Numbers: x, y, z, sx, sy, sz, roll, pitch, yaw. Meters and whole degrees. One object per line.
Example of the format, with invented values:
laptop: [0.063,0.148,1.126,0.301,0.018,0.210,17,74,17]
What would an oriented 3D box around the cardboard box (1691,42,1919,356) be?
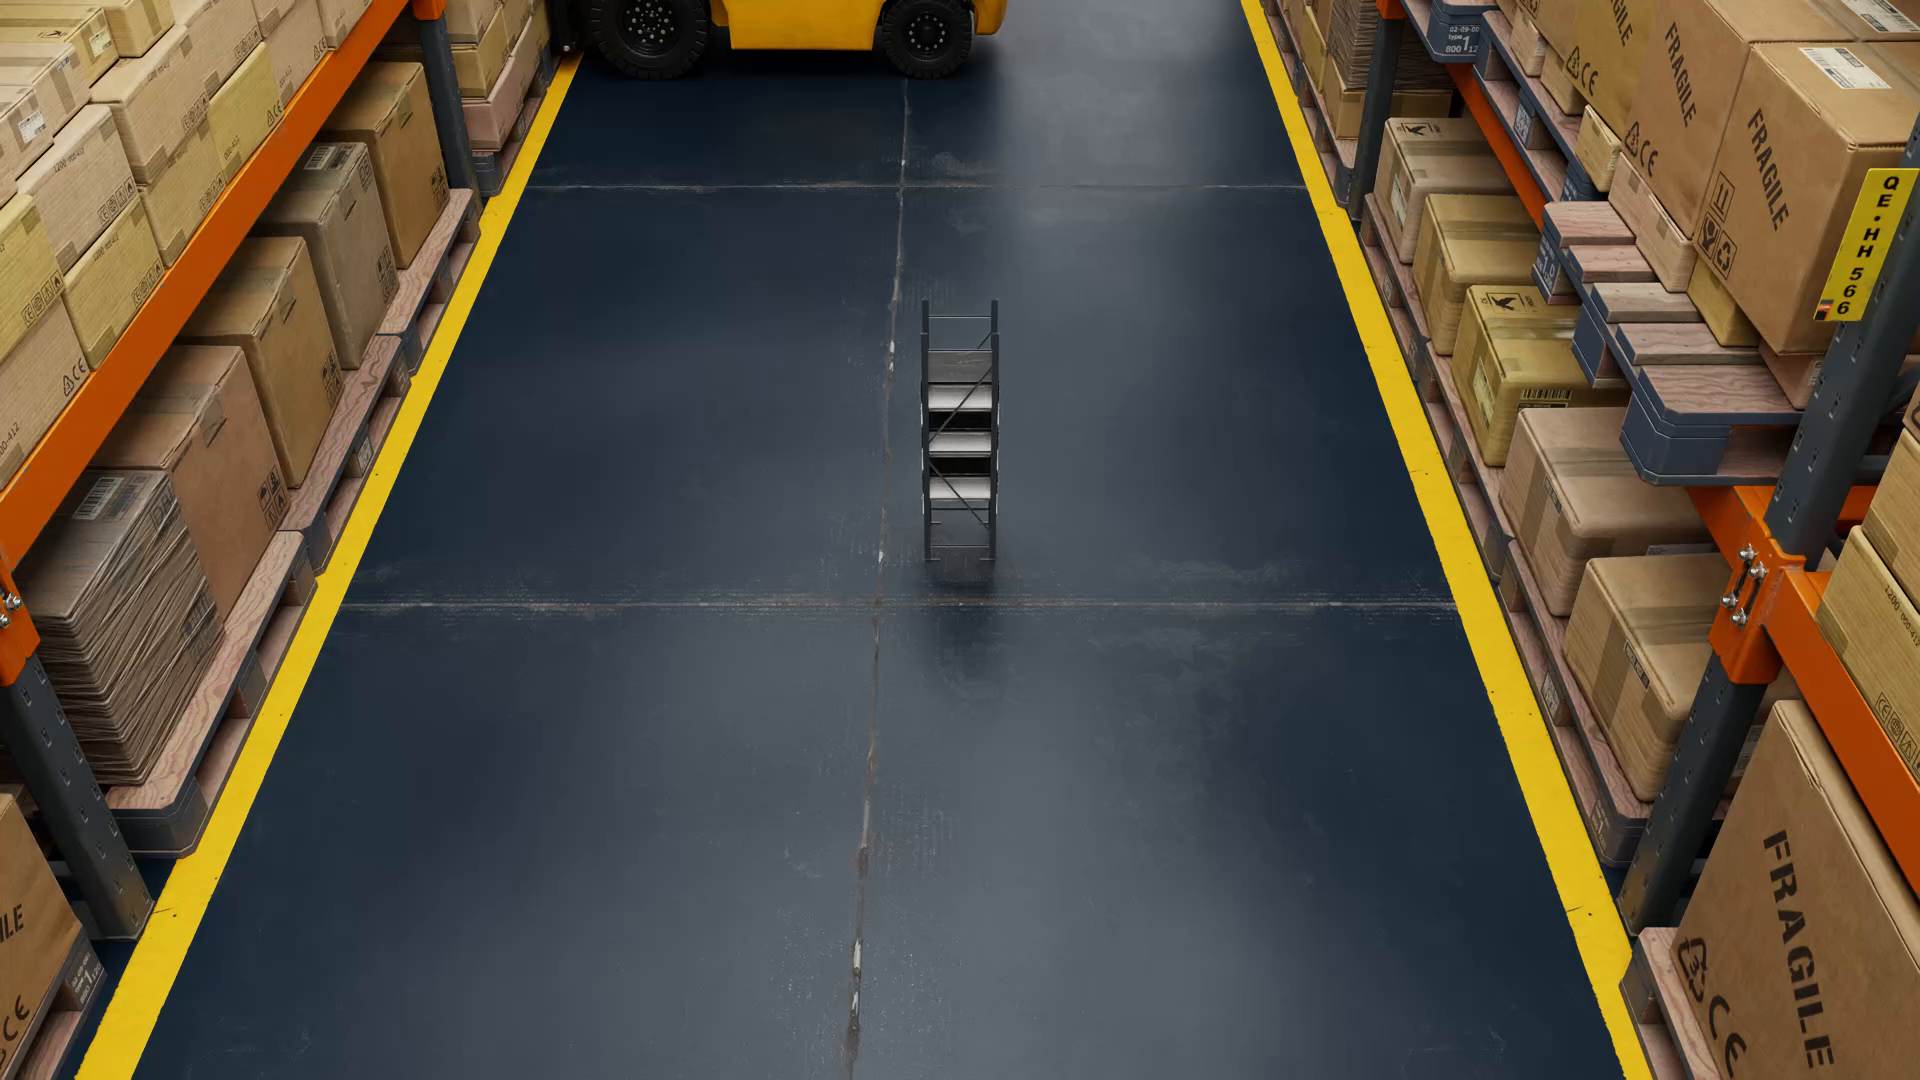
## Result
cardboard box: [2.003,-0.750,3.634,0.500,0.500,0.500,-1,39,-1]

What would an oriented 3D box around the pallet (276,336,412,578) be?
pallet: [-2.643,-0.329,5.992,1.003,0.211,1.213,0,39,0]

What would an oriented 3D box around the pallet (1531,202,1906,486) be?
pallet: [2.174,-0.518,4.151,1.213,0.211,1.003,0,39,0]

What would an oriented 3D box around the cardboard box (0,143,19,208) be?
cardboard box: [-2.390,-0.800,3.751,0.380,0.149,0.250,1,39,1]

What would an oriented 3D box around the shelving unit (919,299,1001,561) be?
shelving unit: [0.000,-0.346,5.462,0.258,0.900,0.210,0,39,0]

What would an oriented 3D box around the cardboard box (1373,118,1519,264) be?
cardboard box: [2.280,-1.459,6.937,0.950,0.372,0.625,0,39,1]

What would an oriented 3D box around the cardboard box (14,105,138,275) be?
cardboard box: [-2.438,-0.868,4.155,0.500,0.250,0.500,1,39,1]

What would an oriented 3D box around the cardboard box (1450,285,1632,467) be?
cardboard box: [2.286,-0.574,5.834,0.950,0.372,0.625,1,39,1]

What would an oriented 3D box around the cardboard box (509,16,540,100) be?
cardboard box: [-2.373,-2.354,8.151,0.500,0.250,0.500,-1,39,-1]

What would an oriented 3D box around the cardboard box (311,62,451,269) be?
cardboard box: [-2.675,-1.553,6.853,0.875,0.625,0.625,2,39,2]

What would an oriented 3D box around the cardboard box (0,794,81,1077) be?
cardboard box: [-2.467,0.935,3.848,0.500,0.500,0.500,1,39,1]

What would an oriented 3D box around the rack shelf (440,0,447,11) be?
rack shelf: [-2.689,-3.612,8.434,1.077,0.370,4.000,0,39,0]

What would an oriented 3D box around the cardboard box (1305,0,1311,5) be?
cardboard box: [2.003,-3.039,8.407,0.500,0.500,0.500,2,39,2]

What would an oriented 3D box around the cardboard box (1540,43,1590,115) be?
cardboard box: [1.965,-1.387,4.947,0.380,0.149,0.250,-1,39,-1]

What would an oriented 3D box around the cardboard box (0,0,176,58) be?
cardboard box: [-2.400,-1.440,4.549,0.380,0.149,0.250,1,39,1]

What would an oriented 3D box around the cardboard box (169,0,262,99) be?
cardboard box: [-2.447,-1.515,4.962,0.500,0.250,0.500,0,39,1]

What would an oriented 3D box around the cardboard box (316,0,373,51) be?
cardboard box: [-2.419,-1.955,5.910,0.500,0.250,0.500,0,39,0]

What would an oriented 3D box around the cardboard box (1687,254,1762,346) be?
cardboard box: [1.973,-0.585,3.947,0.380,0.149,0.250,1,39,1]

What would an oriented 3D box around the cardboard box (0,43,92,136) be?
cardboard box: [-2.429,-1.124,4.155,0.380,0.149,0.250,0,39,0]

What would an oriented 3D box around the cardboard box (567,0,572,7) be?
cardboard box: [-2.370,-2.993,8.949,0.500,0.250,0.500,1,39,1]

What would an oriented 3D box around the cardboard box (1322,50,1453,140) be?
cardboard box: [2.007,-2.109,7.846,0.500,0.250,0.500,2,39,2]

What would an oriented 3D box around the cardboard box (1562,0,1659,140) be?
cardboard box: [1.989,-1.389,4.431,0.500,0.500,0.500,-3,39,-3]

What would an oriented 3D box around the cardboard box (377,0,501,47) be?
cardboard box: [-2.374,-2.426,7.442,0.500,0.250,0.500,-1,39,-1]

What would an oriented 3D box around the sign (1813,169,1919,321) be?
sign: [1.739,-0.562,3.190,0.100,0.325,0.005,0,39,0]

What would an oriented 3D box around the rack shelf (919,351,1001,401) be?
rack shelf: [0.000,-0.531,5.314,0.258,0.077,0.200,0,39,0]

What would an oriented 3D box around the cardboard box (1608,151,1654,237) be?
cardboard box: [1.935,-0.900,4.340,0.380,0.149,0.250,-2,39,-2]

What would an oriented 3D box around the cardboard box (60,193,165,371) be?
cardboard box: [-2.434,-0.675,4.313,0.500,0.250,0.500,-1,39,-1]

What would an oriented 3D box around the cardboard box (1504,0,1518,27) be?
cardboard box: [1.986,-1.720,5.362,0.380,0.149,0.250,0,39,0]

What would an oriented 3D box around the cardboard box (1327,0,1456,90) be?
cardboard box: [2.008,-2.402,7.612,0.500,0.500,0.500,-1,39,-1]

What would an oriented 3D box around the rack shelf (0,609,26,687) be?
rack shelf: [-2.680,1.390,2.192,1.077,0.370,4.000,0,39,0]

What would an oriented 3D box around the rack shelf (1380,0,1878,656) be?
rack shelf: [2.279,-1.117,5.320,1.077,0.370,4.000,0,39,0]

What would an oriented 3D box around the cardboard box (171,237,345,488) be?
cardboard box: [-2.679,-0.598,5.661,0.875,0.625,0.625,-2,39,-2]

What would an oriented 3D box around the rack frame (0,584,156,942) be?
rack frame: [-2.683,-0.141,3.527,1.000,3.000,0.127,0,39,0]

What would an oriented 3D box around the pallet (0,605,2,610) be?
pallet: [-2.612,0.358,3.059,1.213,0.211,1.003,0,39,0]

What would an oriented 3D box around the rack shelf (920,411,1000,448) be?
rack shelf: [0.000,-0.390,5.427,0.258,0.077,0.200,0,39,0]

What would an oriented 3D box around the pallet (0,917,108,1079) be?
pallet: [-2.719,1.414,3.817,1.003,0.211,1.213,0,39,0]

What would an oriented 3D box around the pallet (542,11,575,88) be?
pallet: [-2.650,-2.817,9.096,1.003,0.211,1.213,0,39,0]

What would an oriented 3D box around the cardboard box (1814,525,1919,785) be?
cardboard box: [2.030,0.218,3.200,0.500,0.250,0.500,-1,39,-1]

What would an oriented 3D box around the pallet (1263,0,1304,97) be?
pallet: [2.236,-2.745,9.007,1.003,0.211,1.213,0,39,0]

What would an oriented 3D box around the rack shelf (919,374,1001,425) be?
rack shelf: [0.000,-0.461,5.371,0.258,0.077,0.200,0,39,0]

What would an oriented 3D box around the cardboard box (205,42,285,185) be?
cardboard box: [-2.441,-1.321,5.120,0.500,0.250,0.500,1,39,1]

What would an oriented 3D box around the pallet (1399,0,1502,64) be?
pallet: [2.132,-2.096,6.120,1.003,0.211,1.213,0,39,0]

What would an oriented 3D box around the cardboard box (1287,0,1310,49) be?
cardboard box: [2.001,-2.760,8.658,0.500,0.250,0.500,1,39,1]

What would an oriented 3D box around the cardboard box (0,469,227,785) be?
cardboard box: [-2.670,0.232,4.625,0.875,0.625,0.625,1,39,1]

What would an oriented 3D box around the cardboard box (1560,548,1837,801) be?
cardboard box: [2.291,0.361,4.666,0.950,0.372,0.625,-2,39,-3]

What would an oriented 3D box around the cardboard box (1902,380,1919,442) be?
cardboard box: [2.037,-0.268,2.806,0.500,0.500,0.500,-1,39,-2]

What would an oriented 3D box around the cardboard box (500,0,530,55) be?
cardboard box: [-2.382,-2.546,7.992,0.500,0.250,0.500,0,39,0]

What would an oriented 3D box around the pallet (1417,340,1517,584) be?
pallet: [2.283,-0.309,5.966,1.003,0.211,1.213,0,39,0]

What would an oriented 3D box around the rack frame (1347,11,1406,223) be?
rack frame: [2.277,-2.648,6.656,1.000,3.000,0.127,0,39,0]

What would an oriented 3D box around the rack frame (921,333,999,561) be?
rack frame: [0.000,-0.282,5.383,0.240,0.900,0.006,0,39,0]
